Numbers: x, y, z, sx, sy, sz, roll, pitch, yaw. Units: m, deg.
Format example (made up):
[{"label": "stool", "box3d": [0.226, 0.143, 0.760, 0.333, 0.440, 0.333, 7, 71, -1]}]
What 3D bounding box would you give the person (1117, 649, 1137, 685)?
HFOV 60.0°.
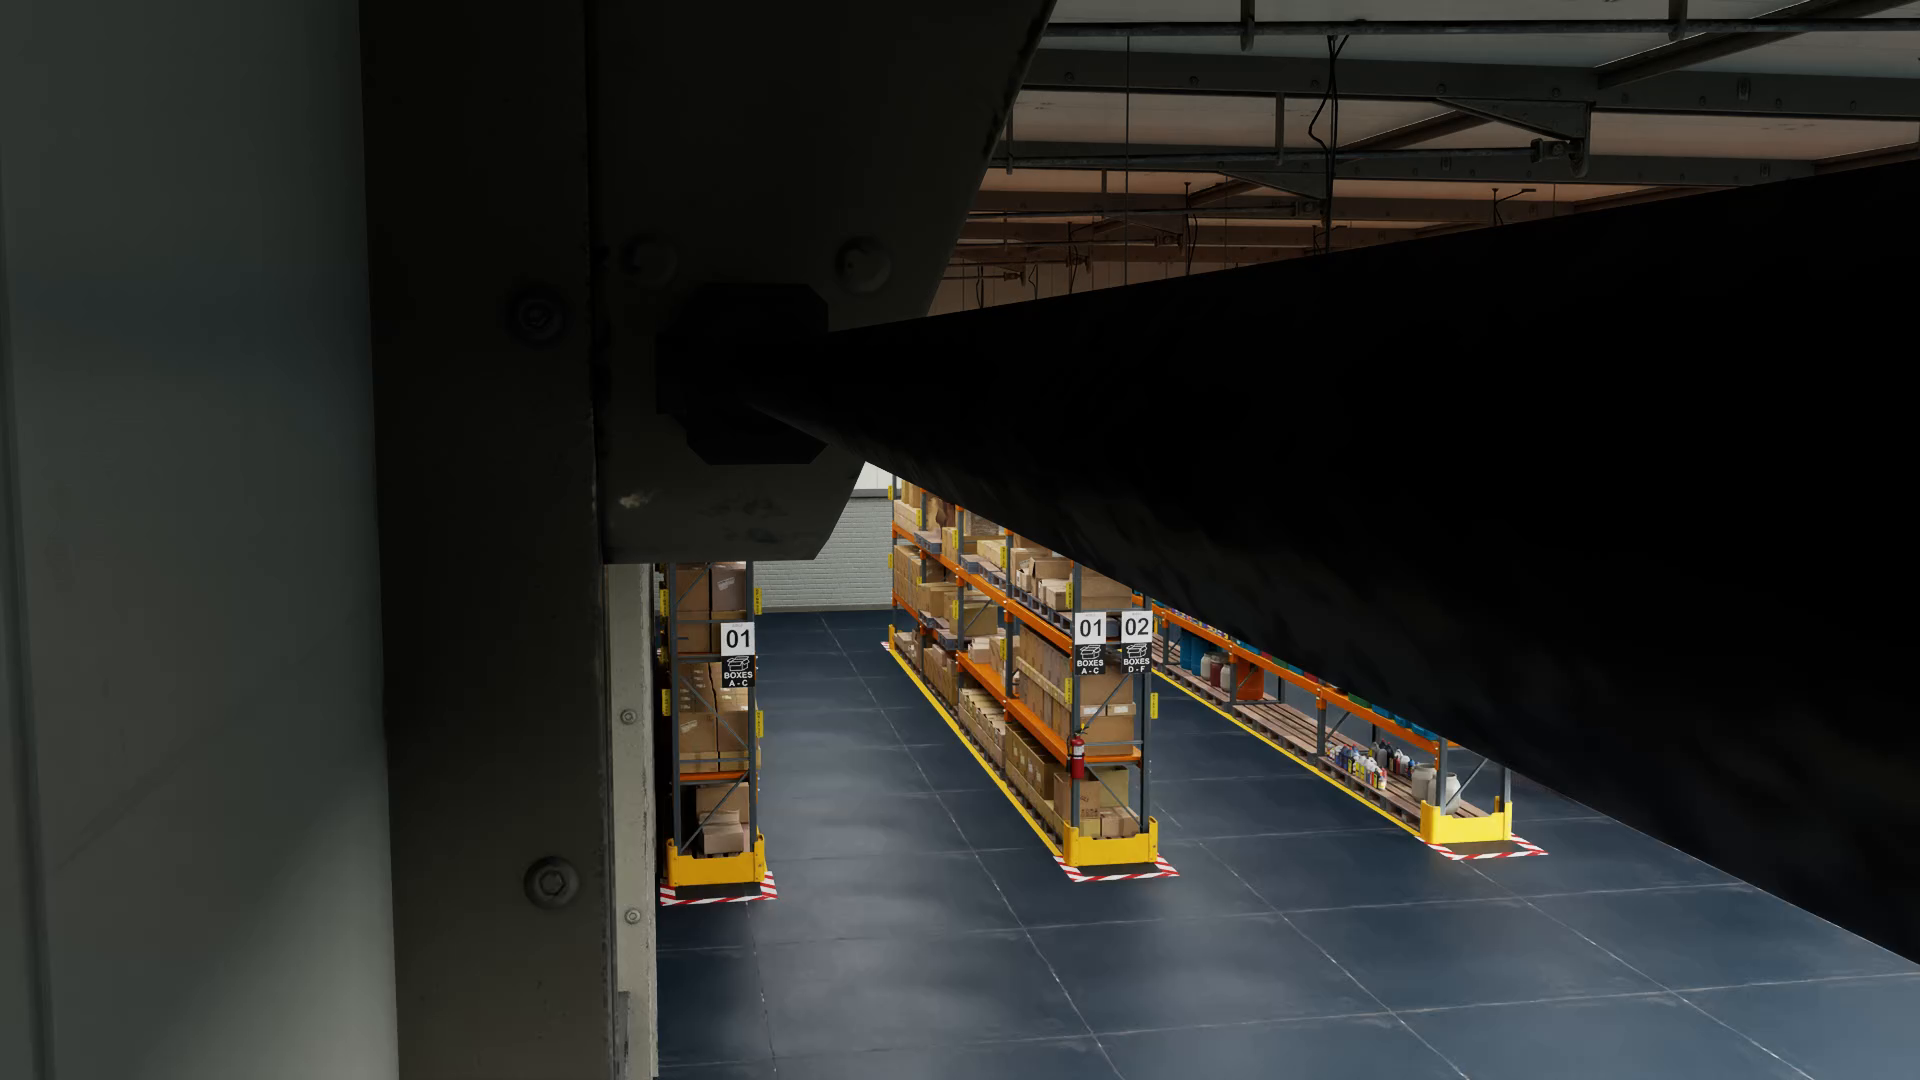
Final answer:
[{"label": "person", "box3d": [2.583, 2.558, 27.536, 0.652, 1.657, 0.749, -3, 7, -23]}]
